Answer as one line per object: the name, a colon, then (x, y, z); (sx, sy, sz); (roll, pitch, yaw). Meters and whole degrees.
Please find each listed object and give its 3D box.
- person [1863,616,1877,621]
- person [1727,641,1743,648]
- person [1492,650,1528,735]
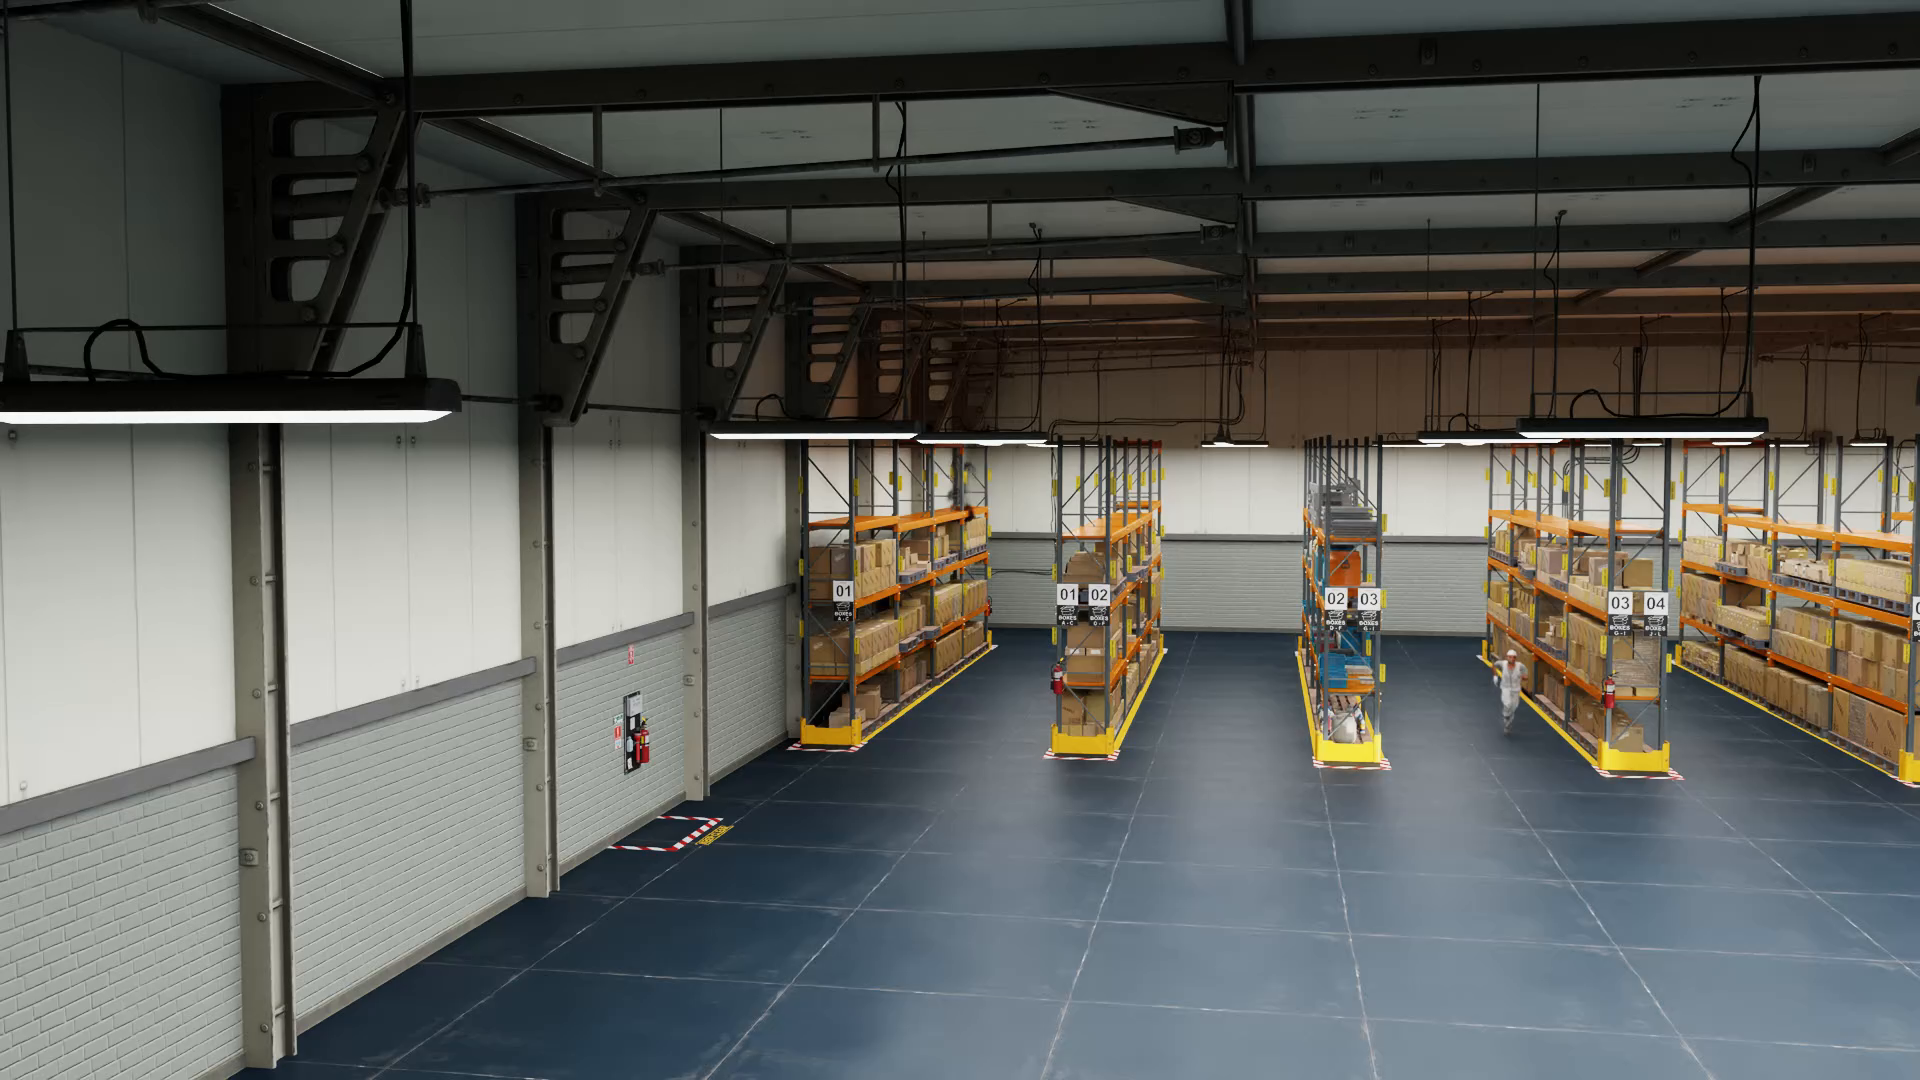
person: (24.691, 2.449, 45.200); (0.652, 1.646, 0.553); (0, 3, -1)
person: (21.770, 2.322, 46.774); (0.687, 1.775, 0.634); (-1, 3, -15)
person: (11.036, 3.035, 33.362); (0.643, 1.724, 0.924); (0, 3, 9)
